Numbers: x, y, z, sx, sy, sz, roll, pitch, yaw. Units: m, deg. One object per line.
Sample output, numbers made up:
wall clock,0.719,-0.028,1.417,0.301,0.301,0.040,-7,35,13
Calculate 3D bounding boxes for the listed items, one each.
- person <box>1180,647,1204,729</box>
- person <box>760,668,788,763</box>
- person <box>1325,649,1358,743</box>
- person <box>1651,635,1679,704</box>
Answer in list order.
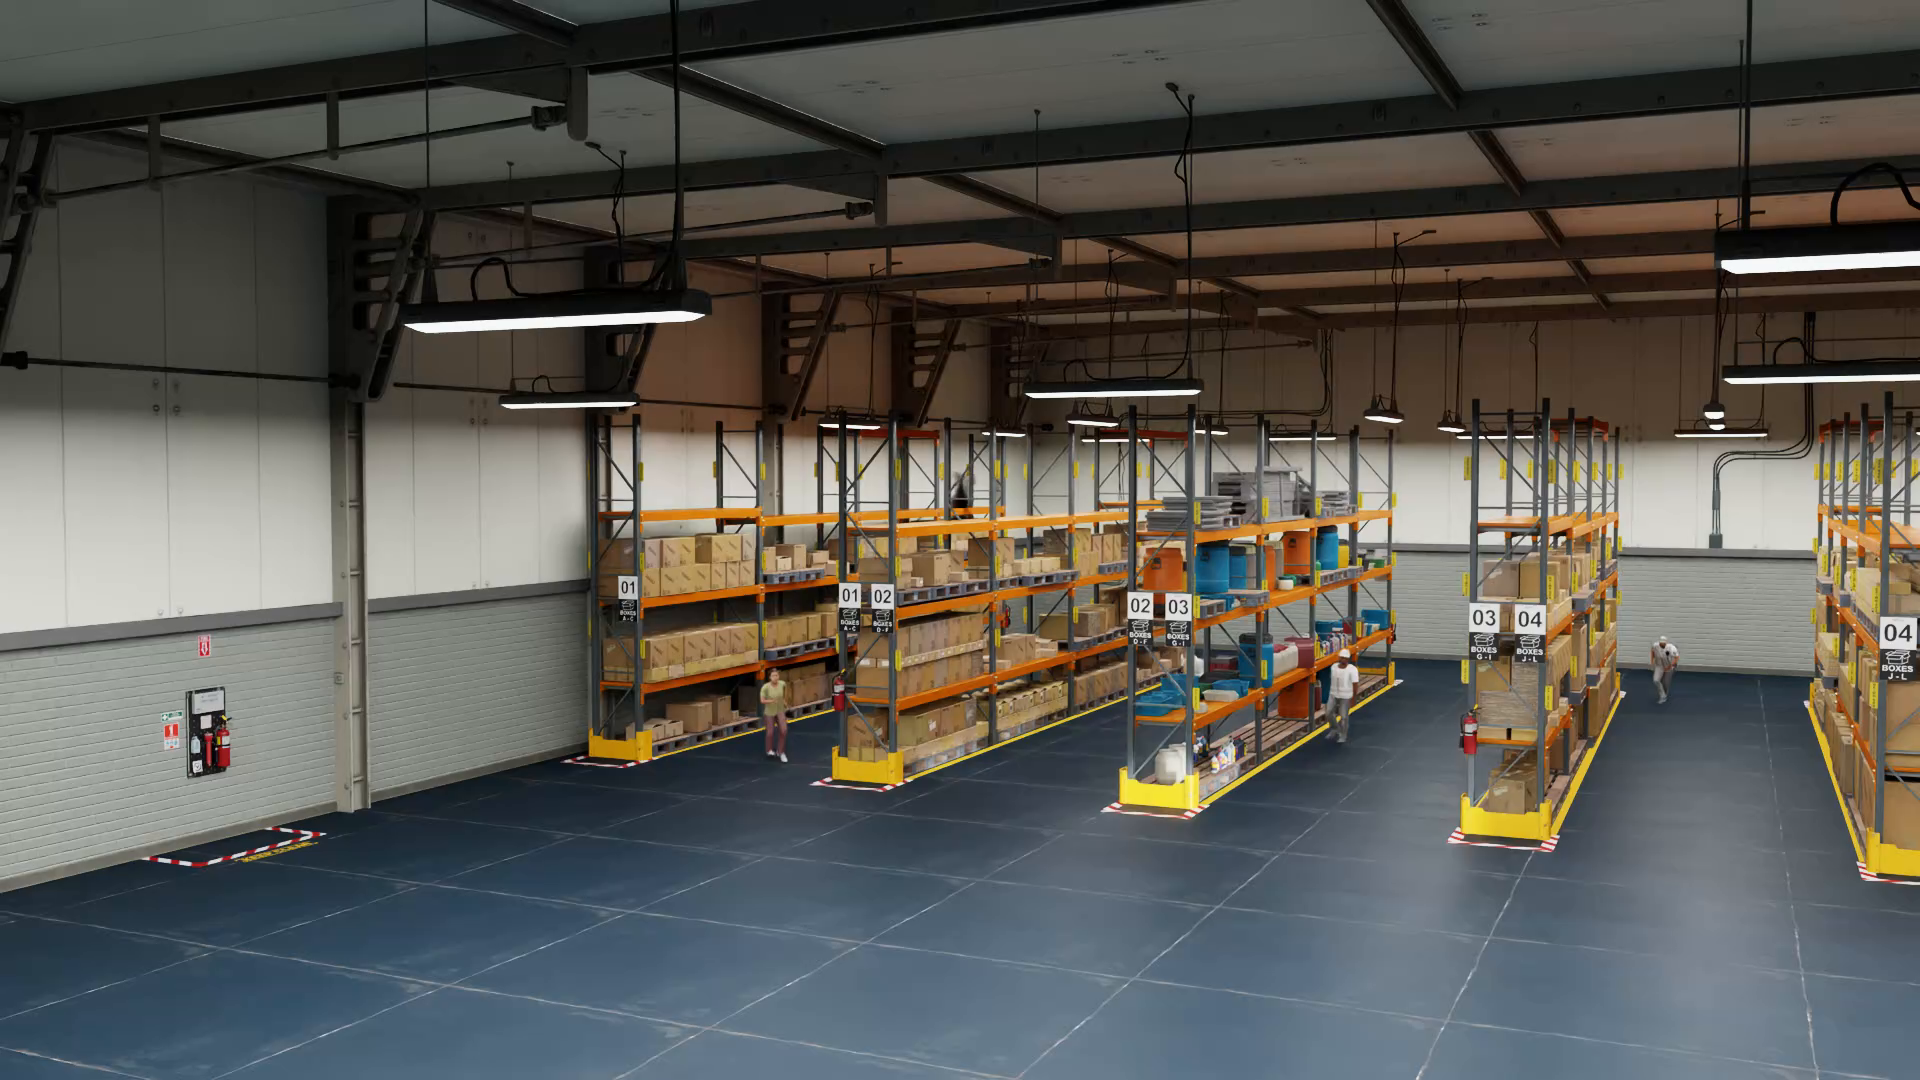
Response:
person,4.607,2.839,32.468,0.714,1.618,1.157,2,3,39
person,-3.214,3.003,28.693,0.512,1.616,0.914,-1,2,-15
person,6.983,2.856,30.470,0.659,1.742,0.514,2,3,35
person,15.319,2.789,36.108,0.596,1.518,1.109,1,3,31
